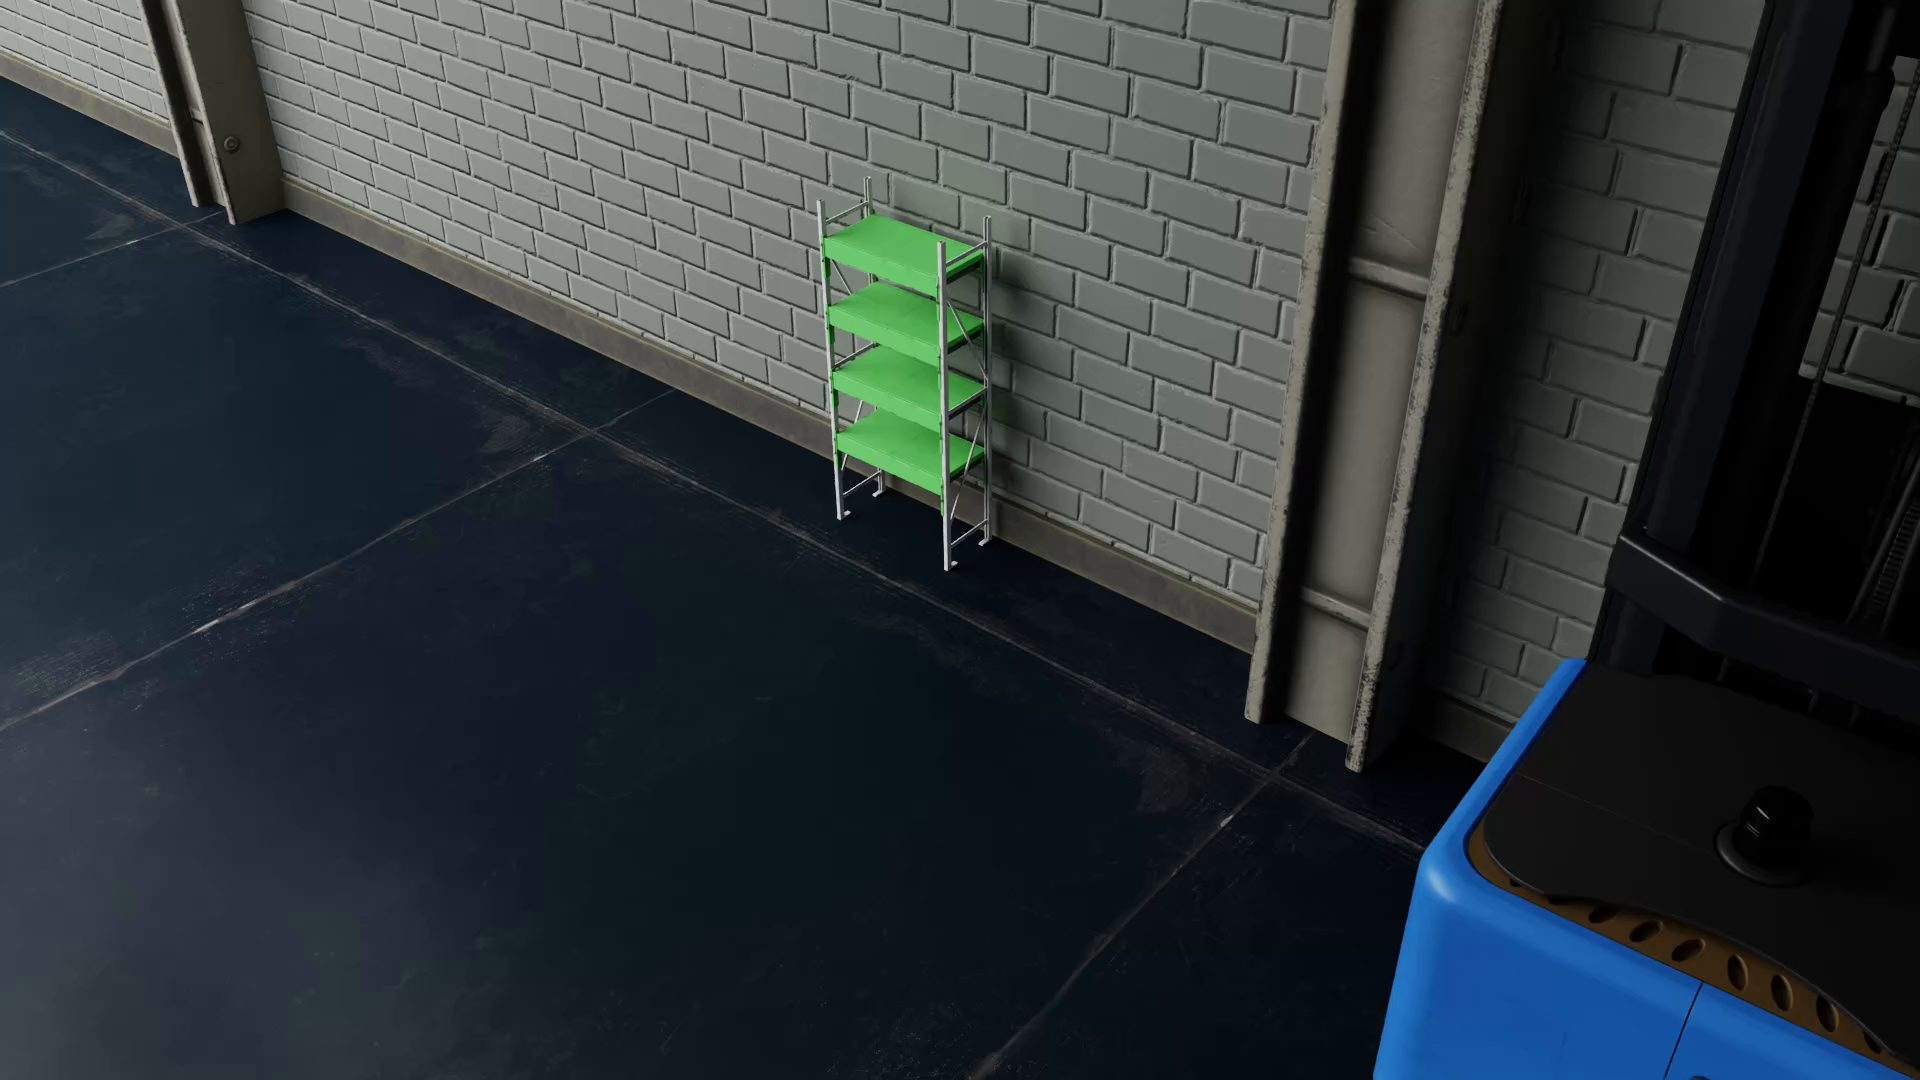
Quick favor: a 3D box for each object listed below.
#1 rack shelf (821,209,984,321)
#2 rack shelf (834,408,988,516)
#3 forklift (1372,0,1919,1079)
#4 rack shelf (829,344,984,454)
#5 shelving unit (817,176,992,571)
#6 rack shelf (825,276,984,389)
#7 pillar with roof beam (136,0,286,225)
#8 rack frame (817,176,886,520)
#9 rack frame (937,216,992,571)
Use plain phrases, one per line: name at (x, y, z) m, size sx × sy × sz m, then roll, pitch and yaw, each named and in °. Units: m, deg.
rack shelf at (-0.172, -0.868, 5.215) m, size 0.480 × 0.148 × 0.258 m, roll 25°, pitch 43°, yaw 31°
rack shelf at (-0.164, -0.281, 5.631) m, size 0.480 × 0.148 × 0.258 m, roll 25°, pitch 43°, yaw 31°
forklift at (2.111, -0.240, 3.510) m, size 1.130 × 2.935 × 3.031 m, roll 23°, pitch 41°, yaw 30°
rack shelf at (-0.167, -0.476, 5.492) m, size 0.480 × 0.148 × 0.258 m, roll 25°, pitch 43°, yaw 31°
shelving unit at (-0.167, -0.529, 5.455) m, size 0.503 × 1.200 × 0.258 m, roll 25°, pitch 43°, yaw 31°
rack shelf at (-0.169, -0.672, 5.354) m, size 0.480 × 0.148 × 0.258 m, roll 25°, pitch 43°, yaw 31°
pillar with roof beam at (-6.266, -3.476, 2.863) m, size 0.400 × 9.000 × 9.100 m, roll 25°, pitch 42°, yaw 32°
rack frame at (-0.356, -0.616, 5.583) m, size 0.015 × 1.200 × 0.240 m, roll 25°, pitch 43°, yaw 31°
rack frame at (0.022, -0.441, 5.328) m, size 0.015 × 1.200 × 0.240 m, roll 25°, pitch 43°, yaw 31°
